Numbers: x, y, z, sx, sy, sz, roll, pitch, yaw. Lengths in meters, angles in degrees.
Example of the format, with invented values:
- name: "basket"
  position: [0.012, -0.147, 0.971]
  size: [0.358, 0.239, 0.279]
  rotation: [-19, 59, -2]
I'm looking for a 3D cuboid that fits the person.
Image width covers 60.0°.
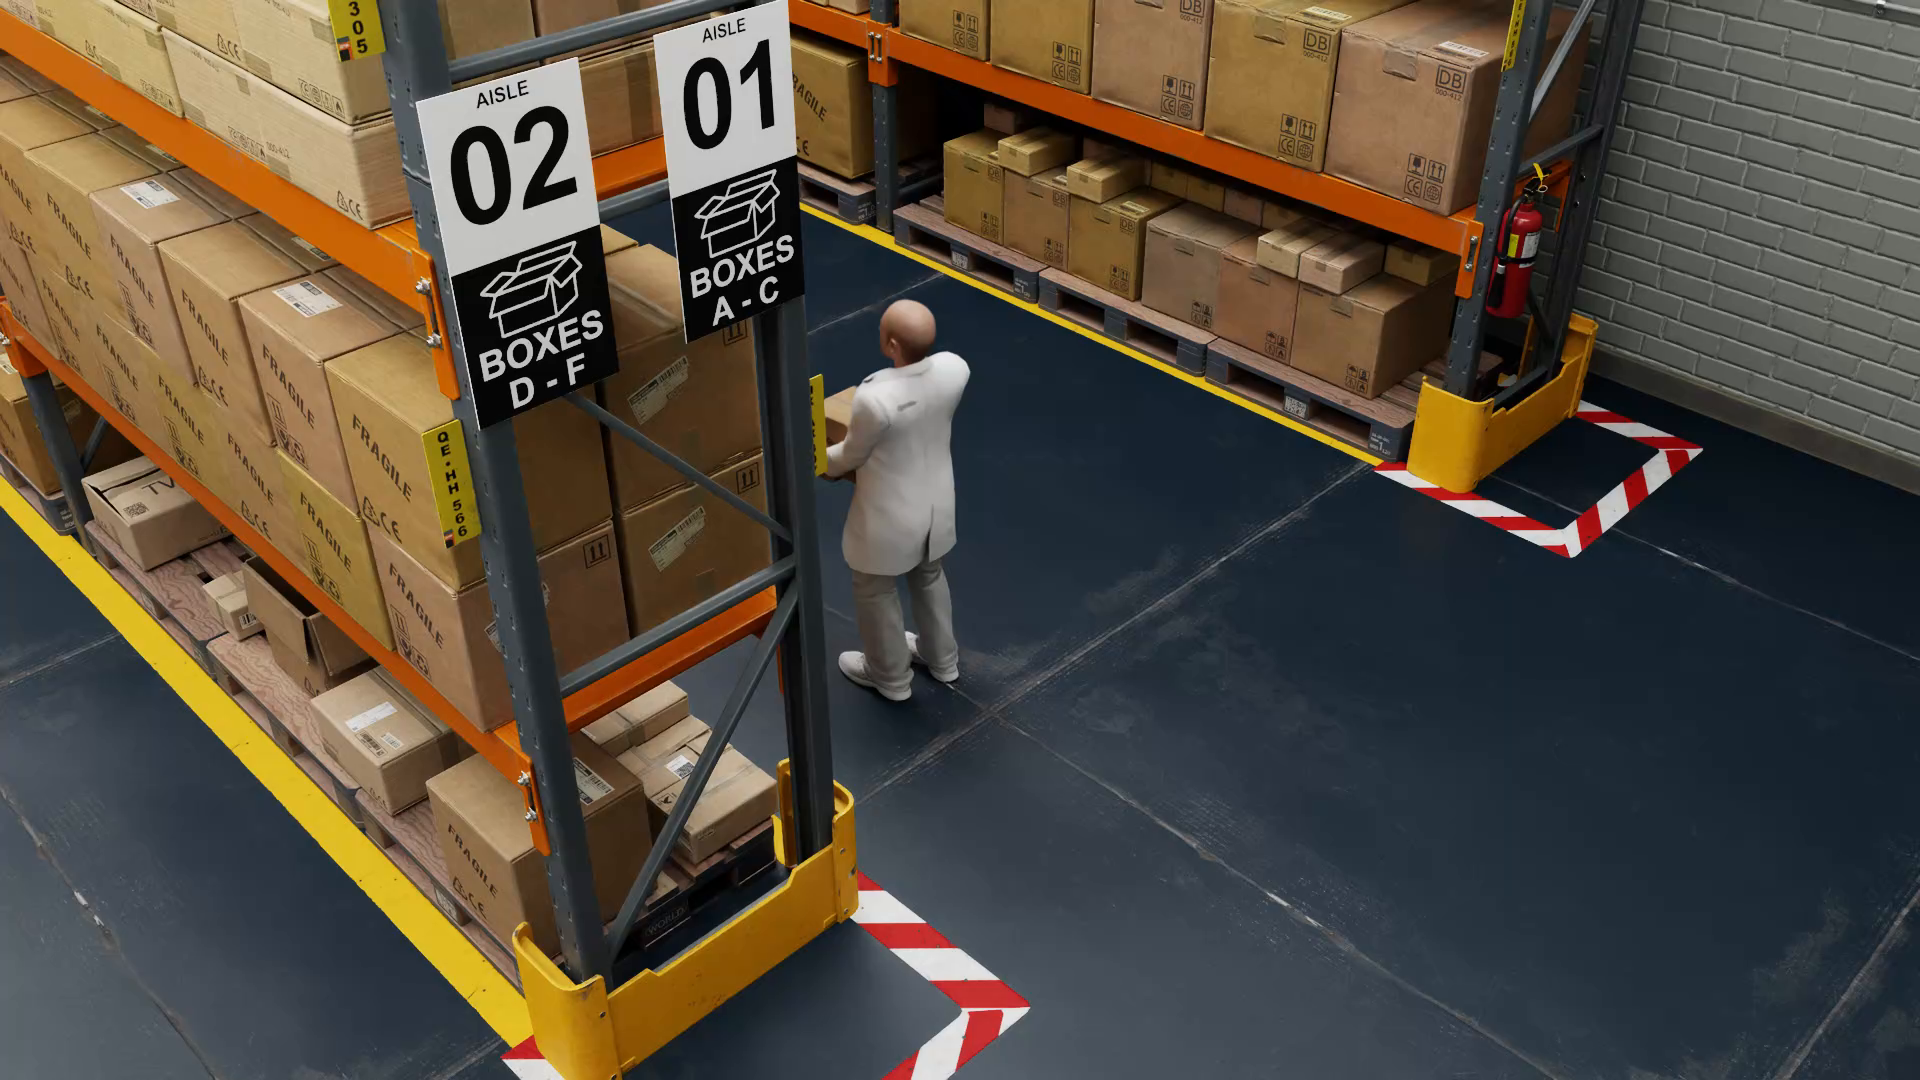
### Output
- name: "person"
  position: [-0.286, -0.148, 6.445]
  size: [0.530, 1.691, 0.555]
  rotation: [-29, 44, -35]
